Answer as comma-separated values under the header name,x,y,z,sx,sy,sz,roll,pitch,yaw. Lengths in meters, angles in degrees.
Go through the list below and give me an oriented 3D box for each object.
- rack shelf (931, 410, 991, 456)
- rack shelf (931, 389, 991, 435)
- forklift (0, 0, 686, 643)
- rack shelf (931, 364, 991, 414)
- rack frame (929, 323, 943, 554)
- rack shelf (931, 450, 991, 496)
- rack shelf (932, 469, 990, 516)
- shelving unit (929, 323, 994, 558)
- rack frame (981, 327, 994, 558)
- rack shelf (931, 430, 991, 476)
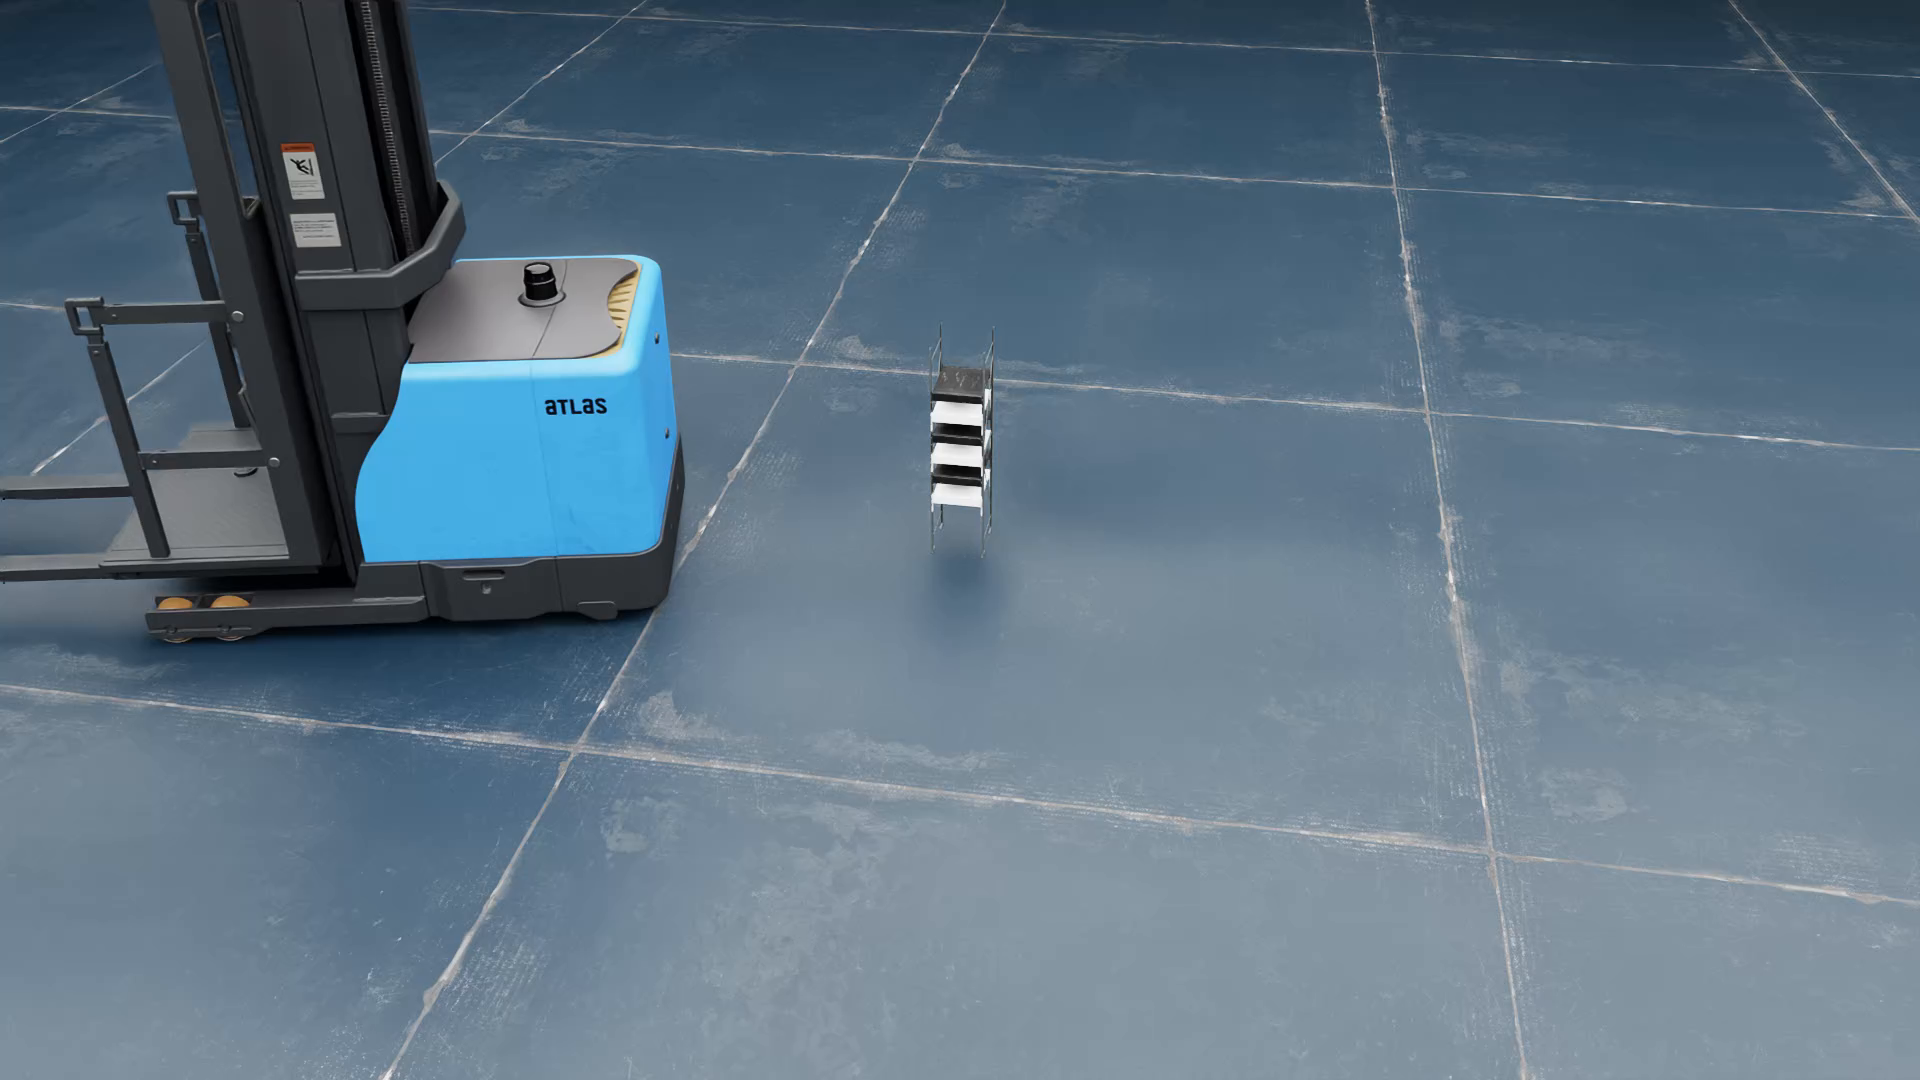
name,x,y,z,sx,sy,sz,roll,pitch,yaw
rack shelf,0.008,-0.429,6.480,0.200,0.077,0.258,5,32,8
rack shelf,0.008,-0.505,6.432,0.200,0.077,0.258,5,32,8
forklift,-2.642,-1.153,5.829,3.031,2.935,1.130,-2,32,-3
rack shelf,0.008,-0.581,6.384,0.200,0.077,0.258,5,32,8
rack frame,-0.092,-0.390,6.525,0.006,0.900,0.240,5,32,8
rack shelf,0.008,-0.276,6.576,0.200,0.077,0.258,5,32,8
rack shelf,0.008,-0.200,6.623,0.200,0.077,0.258,5,32,8
shelving unit,0.008,-0.381,6.510,0.210,0.900,0.258,5,32,8
rack frame,0.108,-0.372,6.496,0.006,0.900,0.240,5,32,8
rack shelf,0.008,-0.352,6.528,0.200,0.077,0.258,5,32,8
